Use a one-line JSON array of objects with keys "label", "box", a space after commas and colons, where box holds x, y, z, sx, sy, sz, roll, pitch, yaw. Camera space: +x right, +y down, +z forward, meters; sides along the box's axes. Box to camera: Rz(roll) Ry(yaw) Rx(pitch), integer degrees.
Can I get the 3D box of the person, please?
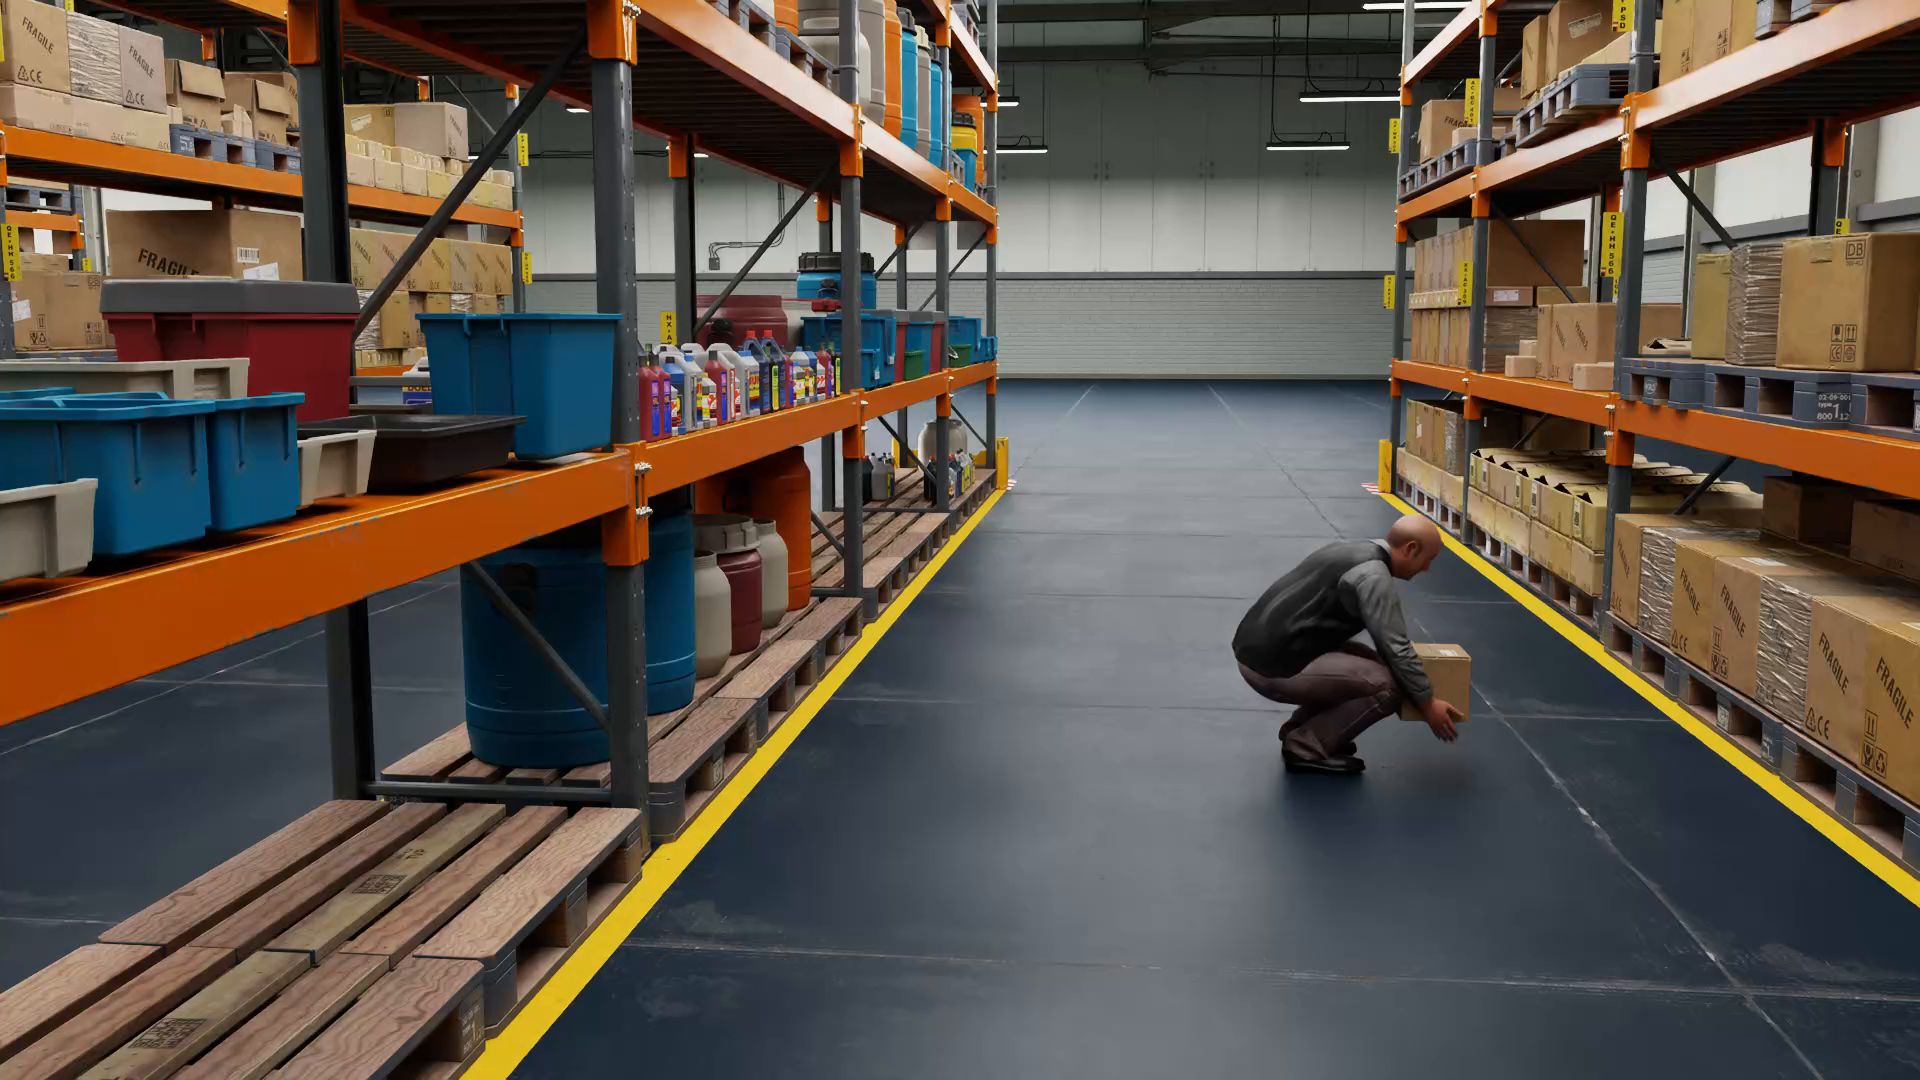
[{"label": "person", "box": [1.477, 0.386, 6.378, 0.854, 0.974, 0.519, 1, 8, 6]}]
